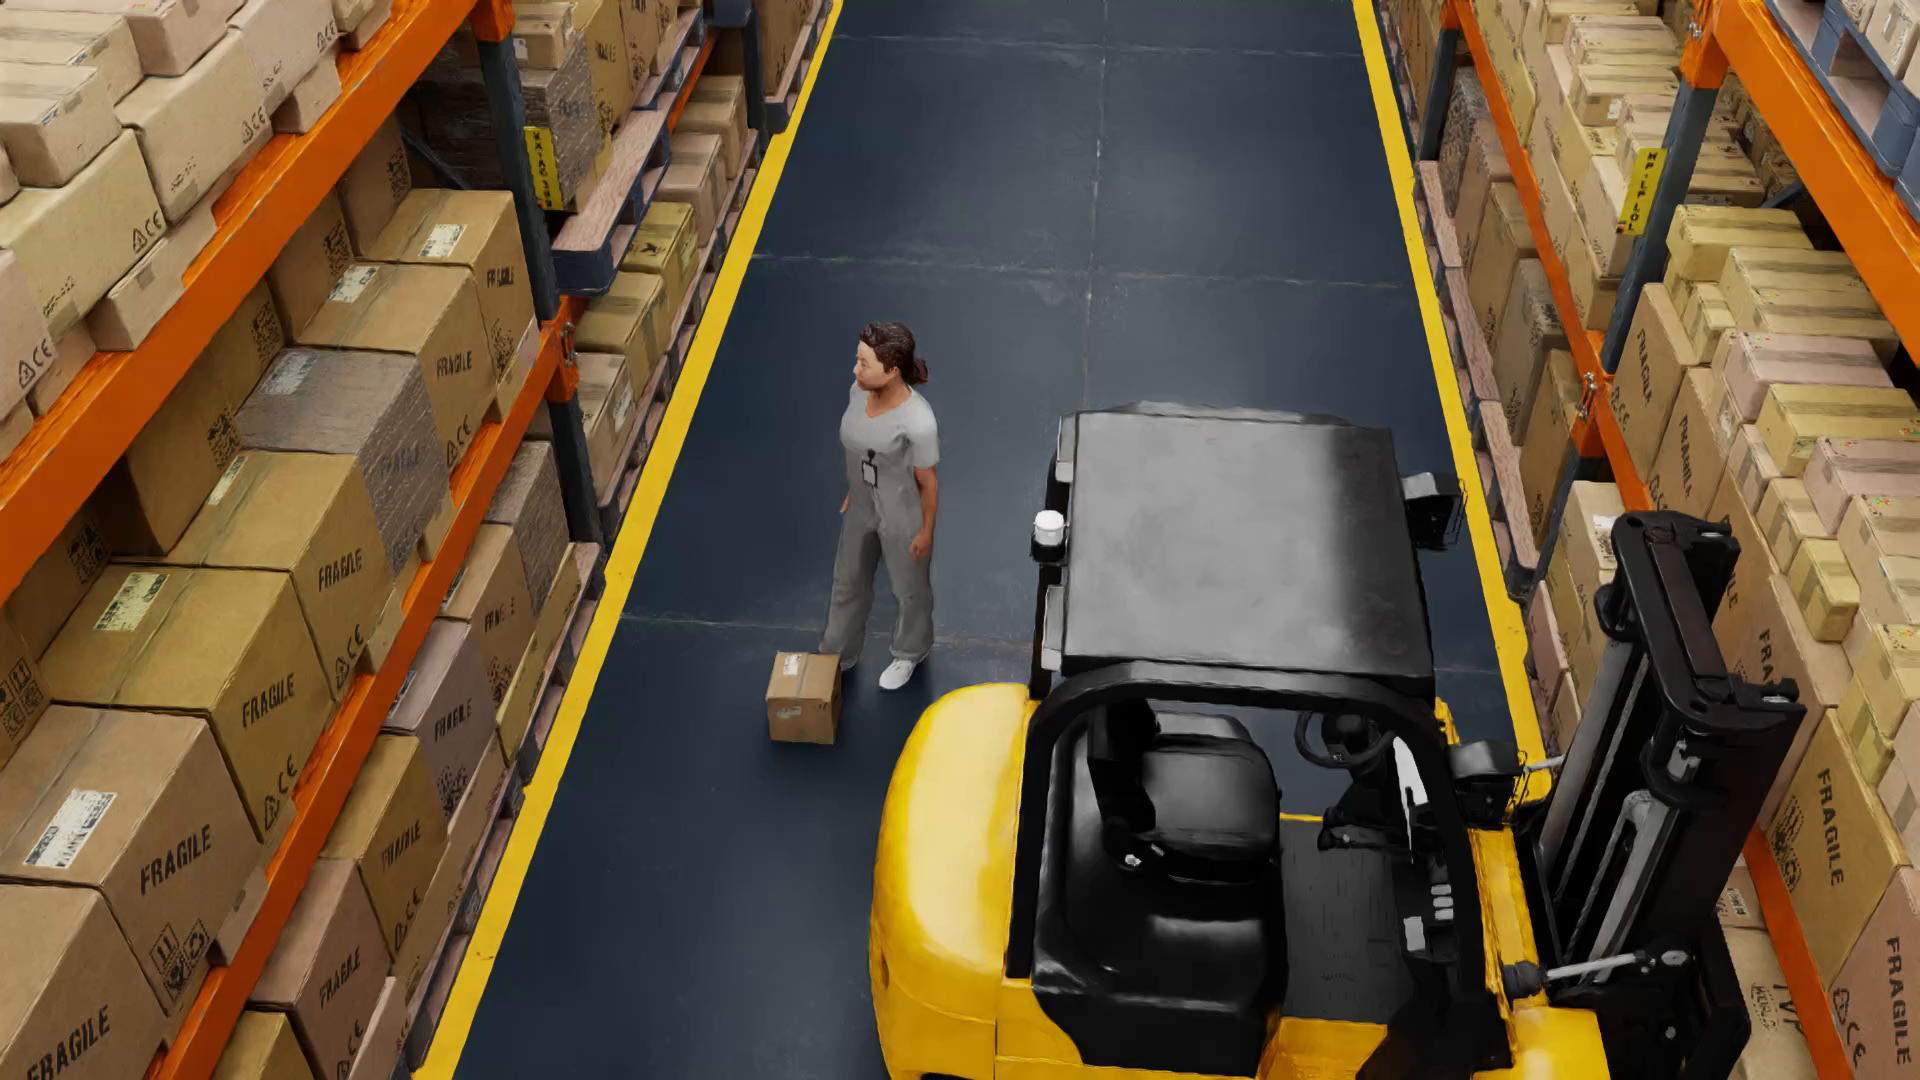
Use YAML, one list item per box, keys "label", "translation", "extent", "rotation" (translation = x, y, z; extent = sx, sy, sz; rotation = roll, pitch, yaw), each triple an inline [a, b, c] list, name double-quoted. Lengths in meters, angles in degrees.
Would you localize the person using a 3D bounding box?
- label: "person"
  translation: [-0.331, -0.064, 6.223]
  extent: [0.549, 1.672, 0.461]
  rotation: [-31, 49, -31]
